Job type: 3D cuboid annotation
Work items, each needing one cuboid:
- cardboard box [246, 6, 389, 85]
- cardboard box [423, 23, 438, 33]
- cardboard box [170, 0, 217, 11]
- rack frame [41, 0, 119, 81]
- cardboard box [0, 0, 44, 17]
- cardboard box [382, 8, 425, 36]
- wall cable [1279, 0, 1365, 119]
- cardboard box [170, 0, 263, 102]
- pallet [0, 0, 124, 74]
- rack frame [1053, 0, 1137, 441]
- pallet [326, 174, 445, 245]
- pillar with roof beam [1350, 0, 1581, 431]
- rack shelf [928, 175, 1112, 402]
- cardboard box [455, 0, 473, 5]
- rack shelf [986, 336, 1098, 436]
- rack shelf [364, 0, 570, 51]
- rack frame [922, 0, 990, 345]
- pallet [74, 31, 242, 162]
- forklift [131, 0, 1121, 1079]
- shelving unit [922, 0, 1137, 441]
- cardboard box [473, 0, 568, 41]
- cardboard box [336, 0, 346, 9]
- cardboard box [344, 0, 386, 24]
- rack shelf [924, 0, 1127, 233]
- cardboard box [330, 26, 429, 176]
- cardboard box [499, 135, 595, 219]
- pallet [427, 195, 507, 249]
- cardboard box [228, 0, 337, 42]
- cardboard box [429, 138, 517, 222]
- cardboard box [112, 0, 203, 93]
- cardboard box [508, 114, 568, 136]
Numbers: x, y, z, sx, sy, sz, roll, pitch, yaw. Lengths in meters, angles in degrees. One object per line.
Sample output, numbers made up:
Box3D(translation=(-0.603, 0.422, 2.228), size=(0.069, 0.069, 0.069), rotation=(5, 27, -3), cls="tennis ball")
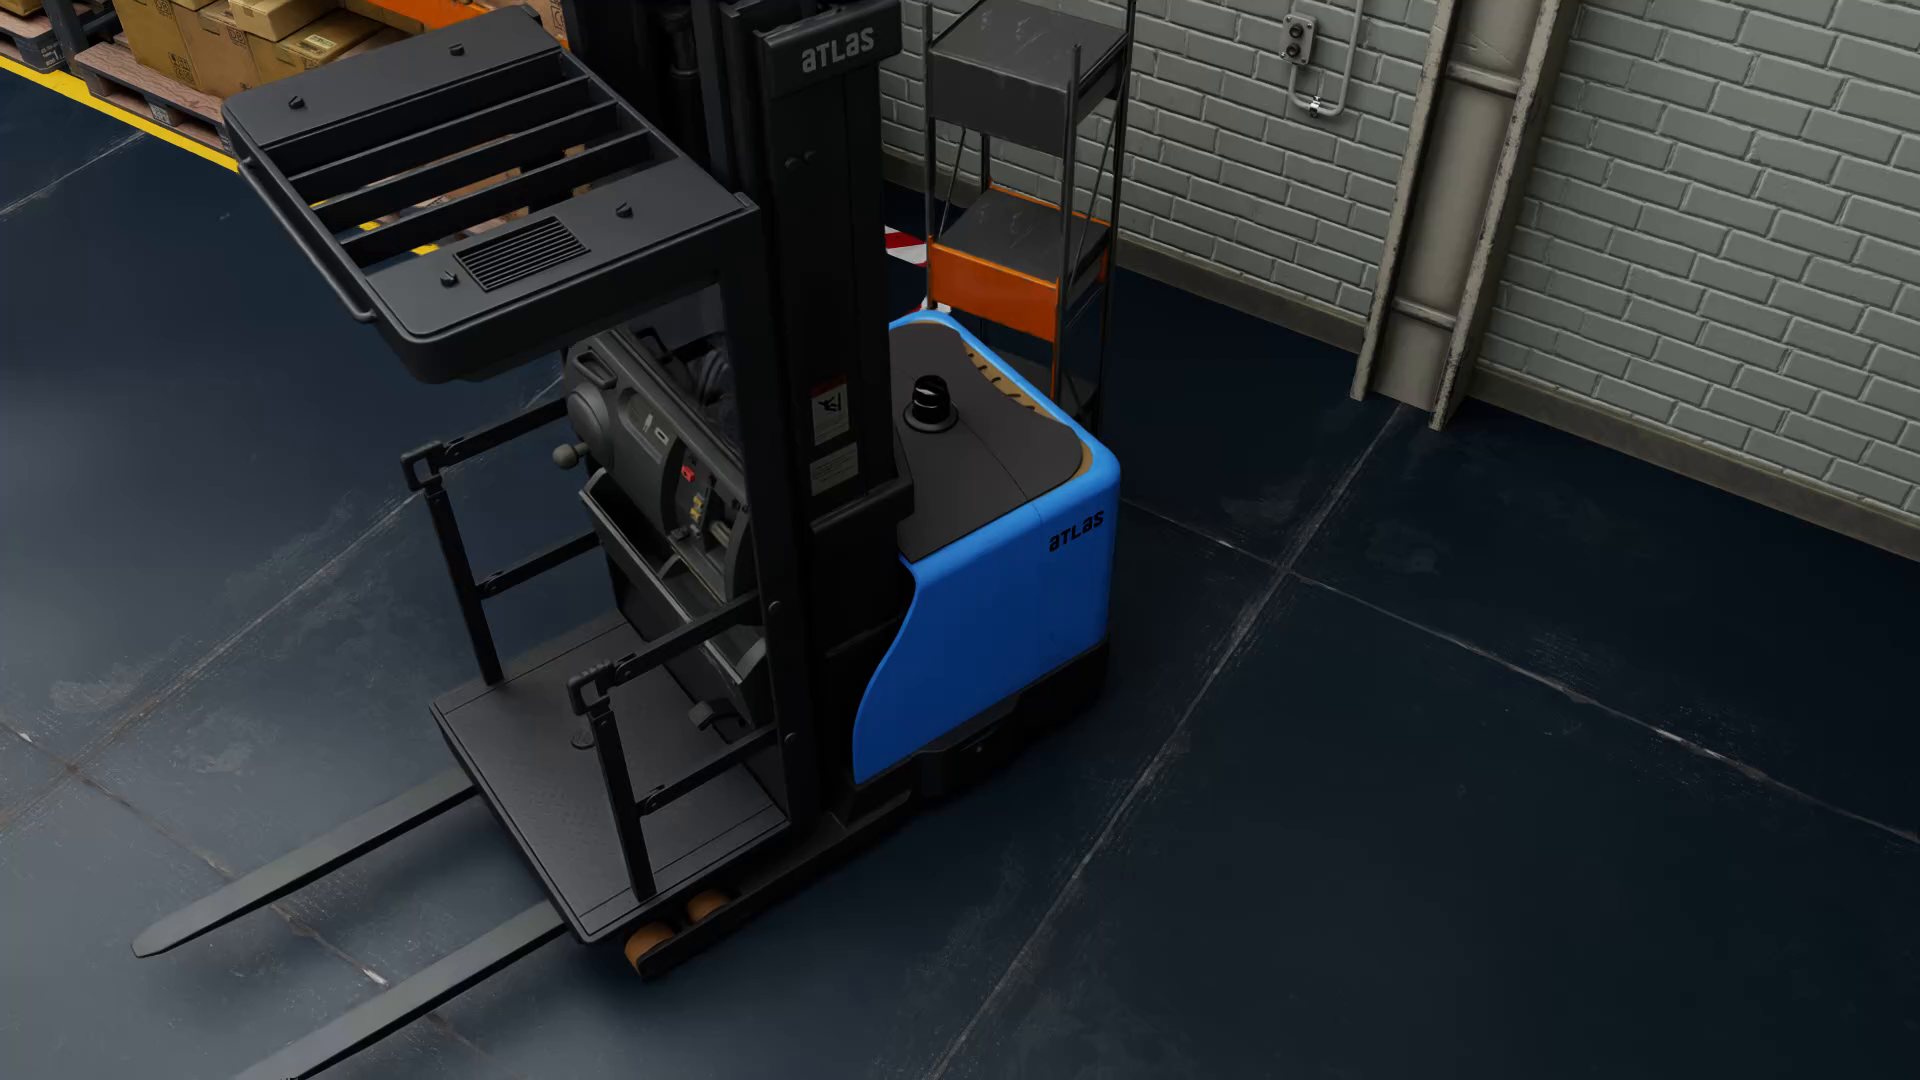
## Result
Box3D(translation=(-2.834, -2.249, 7.794), size=(0.500, 0.500, 0.700), rotation=(26, 51, 23), cls="cardboard box")
Box3D(translation=(-2.175, -2.348, 7.438), size=(0.250, 0.149, 0.380), rotation=(25, 51, 23), cls="cardboard box")
Box3D(translation=(-3.496, -2.629, 7.711), size=(0.250, 0.149, 0.380), rotation=(26, 51, 23), cls="cardboard box")
Box3D(translation=(-4.260, -3.721, 7.775), size=(0.127, 3.000, 1.000), rotation=(25, 51, 22), cls="rack frame")
Box3D(translation=(-4.878, -3.292, 8.563), size=(0.750, 0.750, 0.750), rotation=(25, 51, 23), cls="cardboard box")
Box3D(translation=(-2.391, -2.447, 7.534), size=(0.250, 0.149, 0.380), rotation=(25, 51, 22), cls="cardboard box")
Box3D(translation=(0.695, -2.602, 5.979), size=(1.851, 1.984, 0.084), rotation=(25, 51, 22), cls="wall cable")
Box3D(translation=(-3.265, -2.449, 7.988), size=(0.500, 0.500, 0.700), rotation=(24, 51, 22), cls="cardboard box")
Box3D(translation=(-4.950, -3.003, 9.021), size=(1.213, 0.211, 1.003), rotation=(25, 51, 22), cls="pallet")
Box3D(translation=(0.418, -0.771, 5.535), size=(0.015, 2.100, 0.400), rotation=(22, 50, 20), cls="rack frame")
Box3D(translation=(-2.631, -1.936, 7.984), size=(1.213, 0.211, 1.003), rotation=(25, 51, 22), cls="pallet")
Box3D(translation=(-0.478, -1.141, 1.084), size=(0.400, 9.000, 9.100), rotation=(25, 51, 22), cls="pillar with roof beam")
Box3D(translation=(0.206, -0.849, 5.630), size=(0.480, 0.518, 0.431), rotation=(22, 50, 20), cls="rack shelf")
Box3D(translation=(-1.946, -2.744, 6.615), size=(0.700, 0.700, 0.980), rotation=(24, 51, 22), cls="cardboard box")
Box3D(translation=(0.206, -0.361, 6.132), size=(0.480, 0.518, 0.431), rotation=(22, 50, 20), cls="rack shelf")
Box3D(translation=(-2.577, -2.696, 7.280), size=(4.000, 0.370, 1.077), rotation=(25, 51, 22), cls="rack shelf")
Box3D(translation=(-0.005, -0.945, 5.705), size=(0.015, 2.100, 0.400), rotation=(22, 50, 20), cls="rack frame")
Box3D(translation=(-3.662, -2.408, 8.443), size=(1.213, 0.211, 1.003), rotation=(25, 51, 22), cls="pallet")
Box3D(translation=(-0.984, -0.155, 4.357), size=(3.031, 2.935, 1.130), rotation=(-28, 52, -25), cls="forklift")
Box3D(translation=(0.206, -0.858, 5.620), size=(0.503, 2.100, 0.431), rotation=(22, 50, 20), cls="shelving unit")
Box3D(translation=(-1.328, -2.469, 6.348), size=(0.700, 0.700, 0.980), rotation=(27, 52, 24), cls="cardboard box")
Box3D(translation=(-2.822, -2.645, 7.726), size=(0.250, 0.149, 0.380), rotation=(25, 51, 22), cls="cardboard box")
Box3D(translation=(-2.604, -2.545, 7.629), size=(0.250, 0.149, 0.380), rotation=(24, 50, 21), cls="cardboard box")
Box3D(translation=(0.206, -1.337, 5.128), size=(0.480, 0.518, 0.431), rotation=(22, 50, 20), cls="rack shelf")
Box3D(translation=(-2.381, -2.047, 7.597), size=(0.500, 0.500, 0.700), rotation=(23, 50, 21), cls="cardboard box")
Box3D(translation=(-1.536, -1.659, 7.220), size=(0.500, 0.500, 0.700), rotation=(25, 51, 22), cls="cardboard box")
Box3D(translation=(-1.608, -1.463, 7.525), size=(1.213, 0.211, 1.003), rotation=(25, 51, 22), cls="pallet")
Box3D(translation=(-3.057, -2.427, 7.514), size=(0.250, 0.149, 0.380), rotation=(23, 50, 21), cls="cardboard box")
Box3D(translation=(-1.958, -1.852, 7.409), size=(0.500, 0.500, 0.700), rotation=(25, 51, 22), cls="cardboard box")
Box3D(translation=(-3.686, -2.645, 8.179), size=(0.500, 0.500, 0.700), rotation=(25, 51, 23), cls="cardboard box")
Box3D(translation=(-1.743, -1.824, 6.929), size=(0.250, 0.149, 0.380), rotation=(24, 51, 22), cls="cardboard box")
